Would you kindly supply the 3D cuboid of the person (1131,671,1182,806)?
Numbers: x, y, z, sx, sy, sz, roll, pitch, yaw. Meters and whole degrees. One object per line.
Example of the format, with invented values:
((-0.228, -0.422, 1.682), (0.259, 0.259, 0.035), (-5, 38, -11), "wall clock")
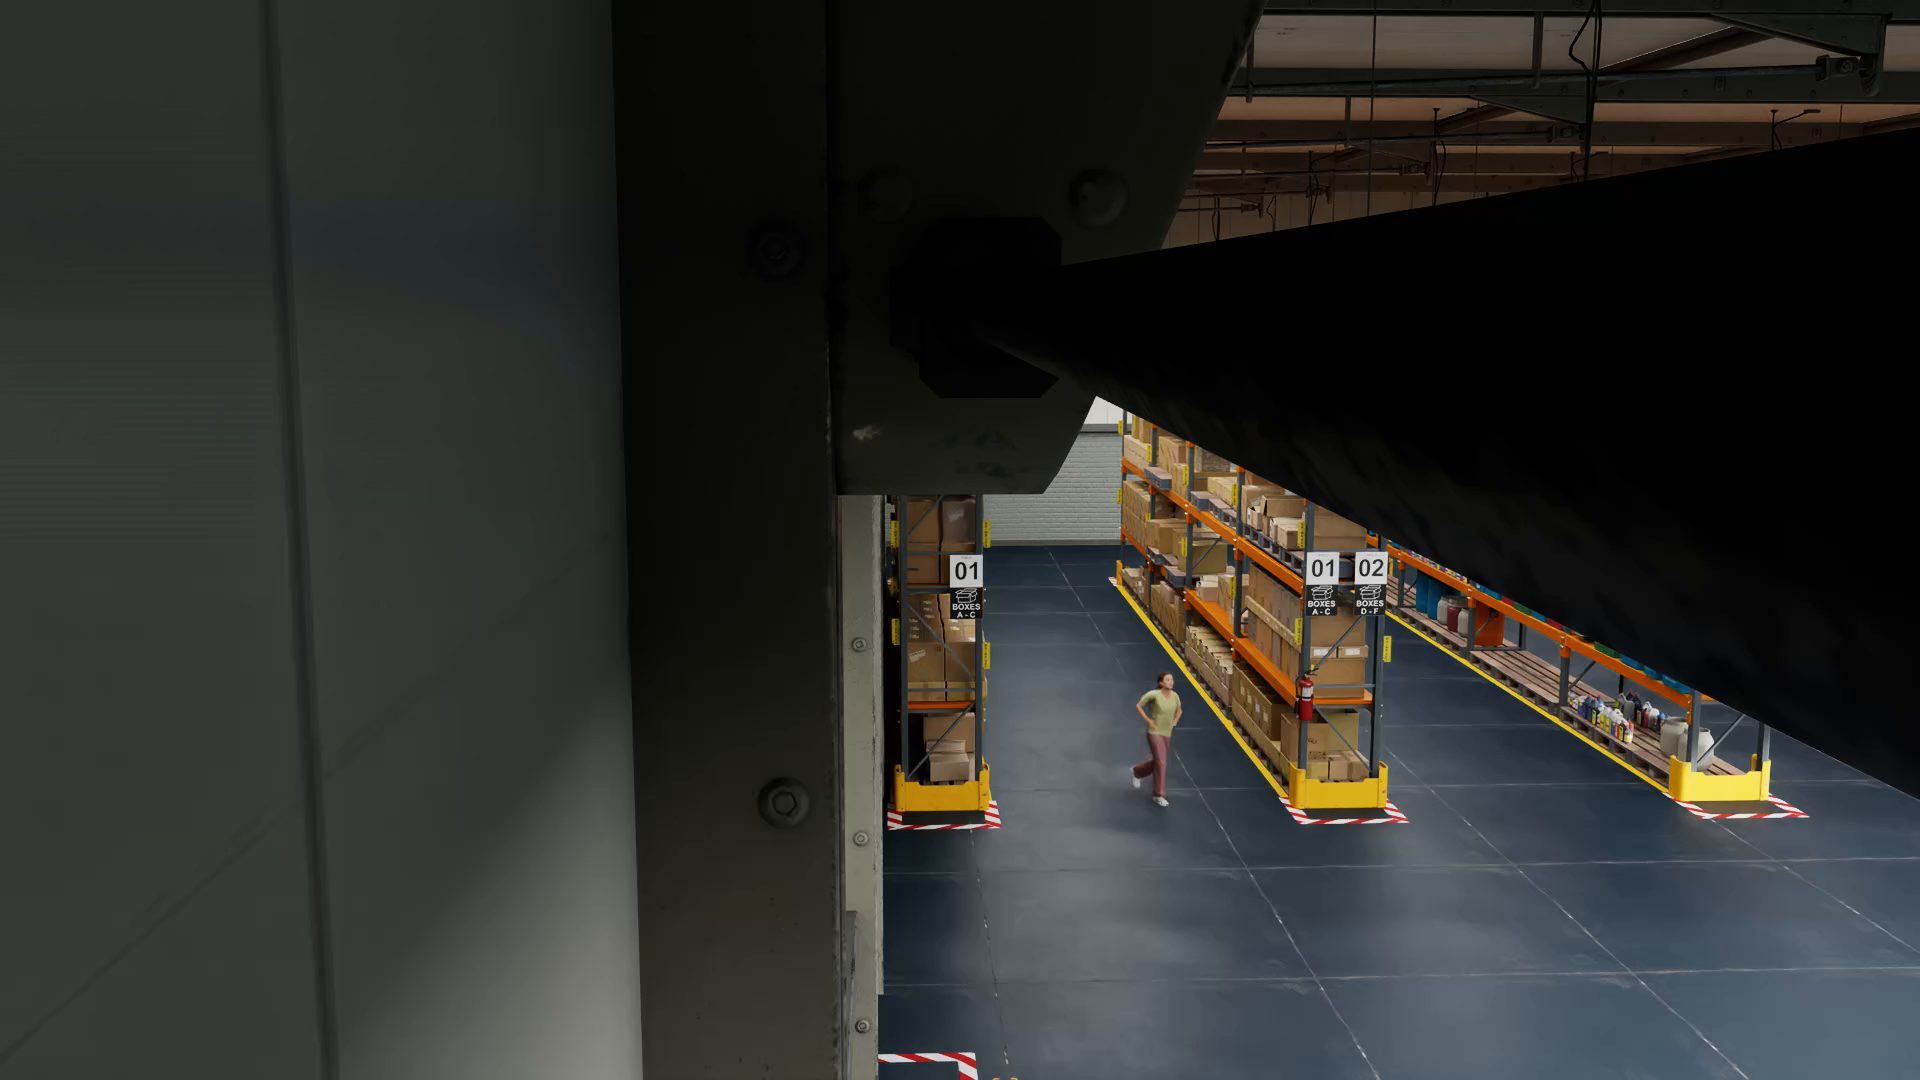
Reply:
((2.526, 2.456, 21.034), (0.614, 1.655, 0.818), (-5, 10, -28), "person")
